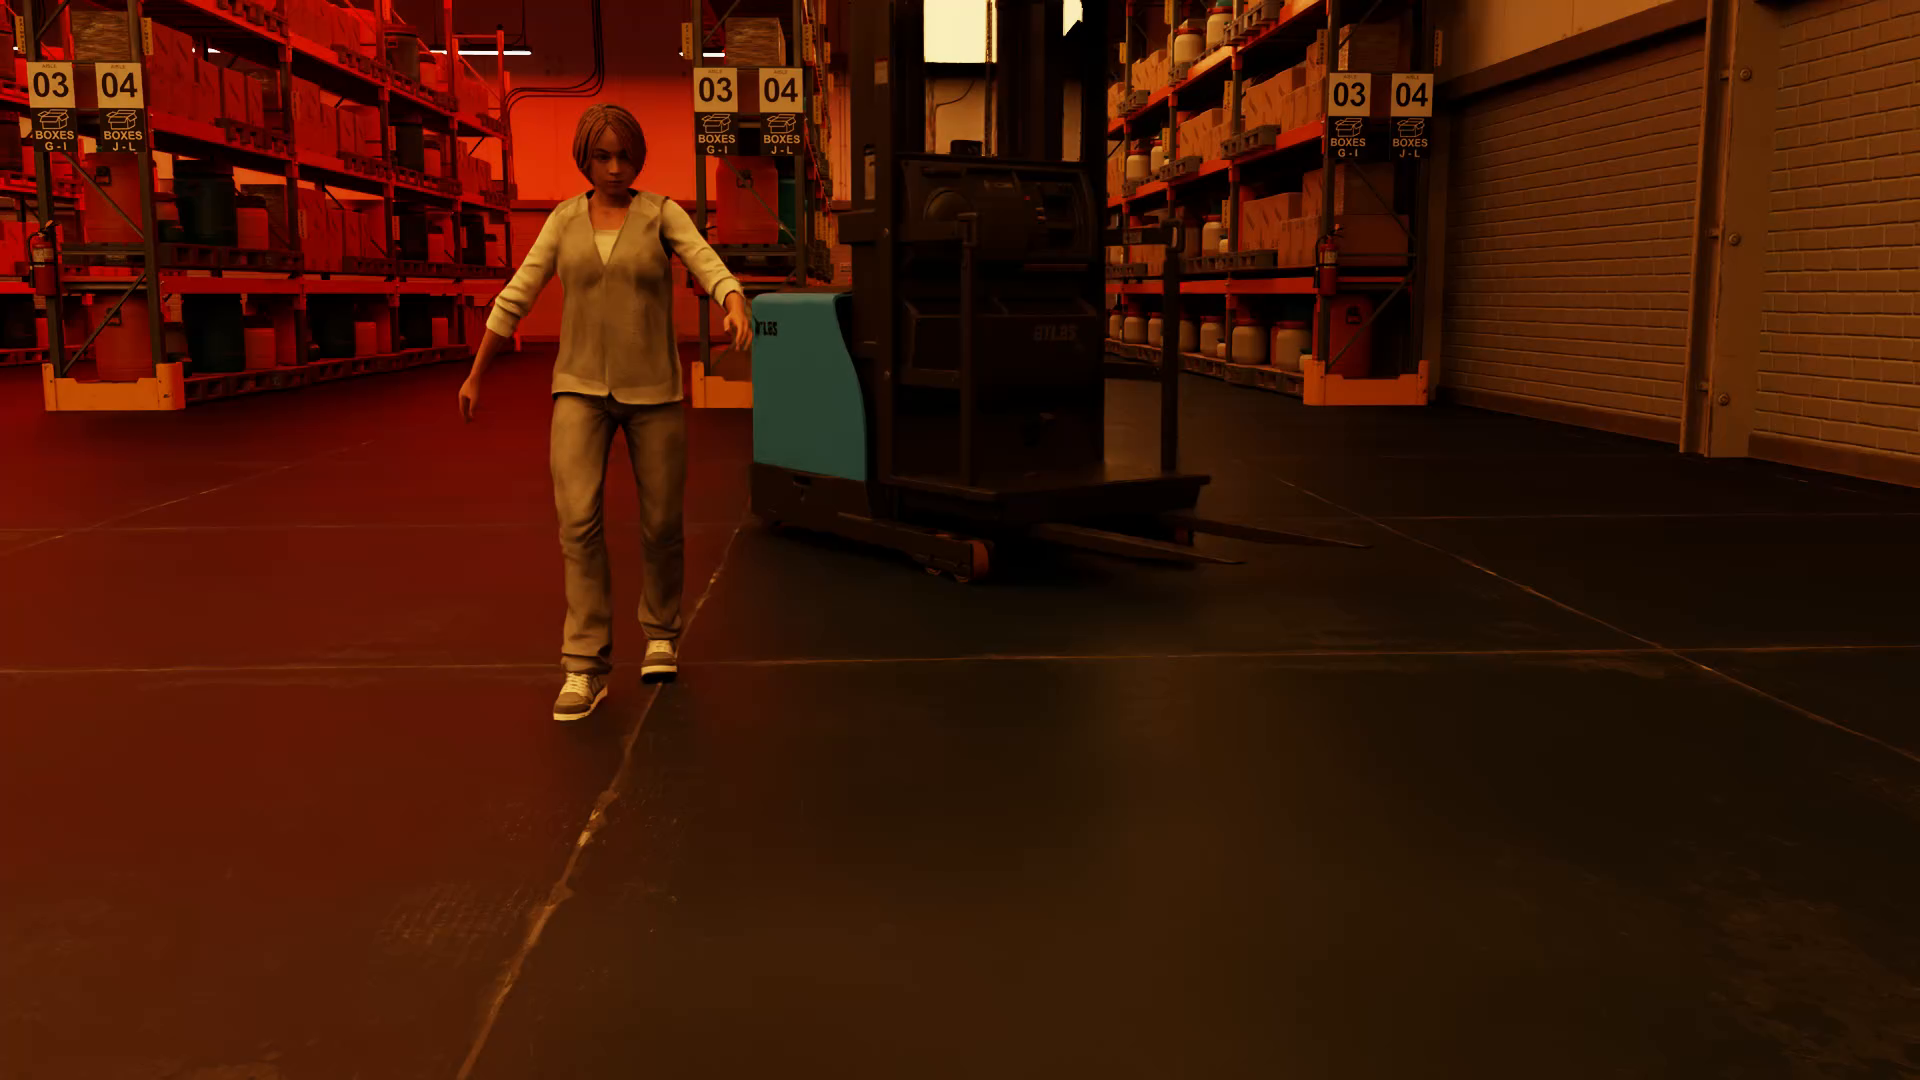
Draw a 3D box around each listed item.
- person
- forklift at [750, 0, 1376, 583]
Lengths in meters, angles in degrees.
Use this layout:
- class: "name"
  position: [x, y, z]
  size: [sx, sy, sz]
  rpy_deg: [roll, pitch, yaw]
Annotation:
- class: "person"
  position: [-0.947, -0.351, 4.422]
  size: [0.826, 1.573, 0.701]
  rpy_deg: [-1, 8, -4]
- class: "forklift"
  position: [0.289, -1.367, 6.540]
  size: [1.130, 2.935, 3.031]
  rpy_deg: [-6, 10, -34]
